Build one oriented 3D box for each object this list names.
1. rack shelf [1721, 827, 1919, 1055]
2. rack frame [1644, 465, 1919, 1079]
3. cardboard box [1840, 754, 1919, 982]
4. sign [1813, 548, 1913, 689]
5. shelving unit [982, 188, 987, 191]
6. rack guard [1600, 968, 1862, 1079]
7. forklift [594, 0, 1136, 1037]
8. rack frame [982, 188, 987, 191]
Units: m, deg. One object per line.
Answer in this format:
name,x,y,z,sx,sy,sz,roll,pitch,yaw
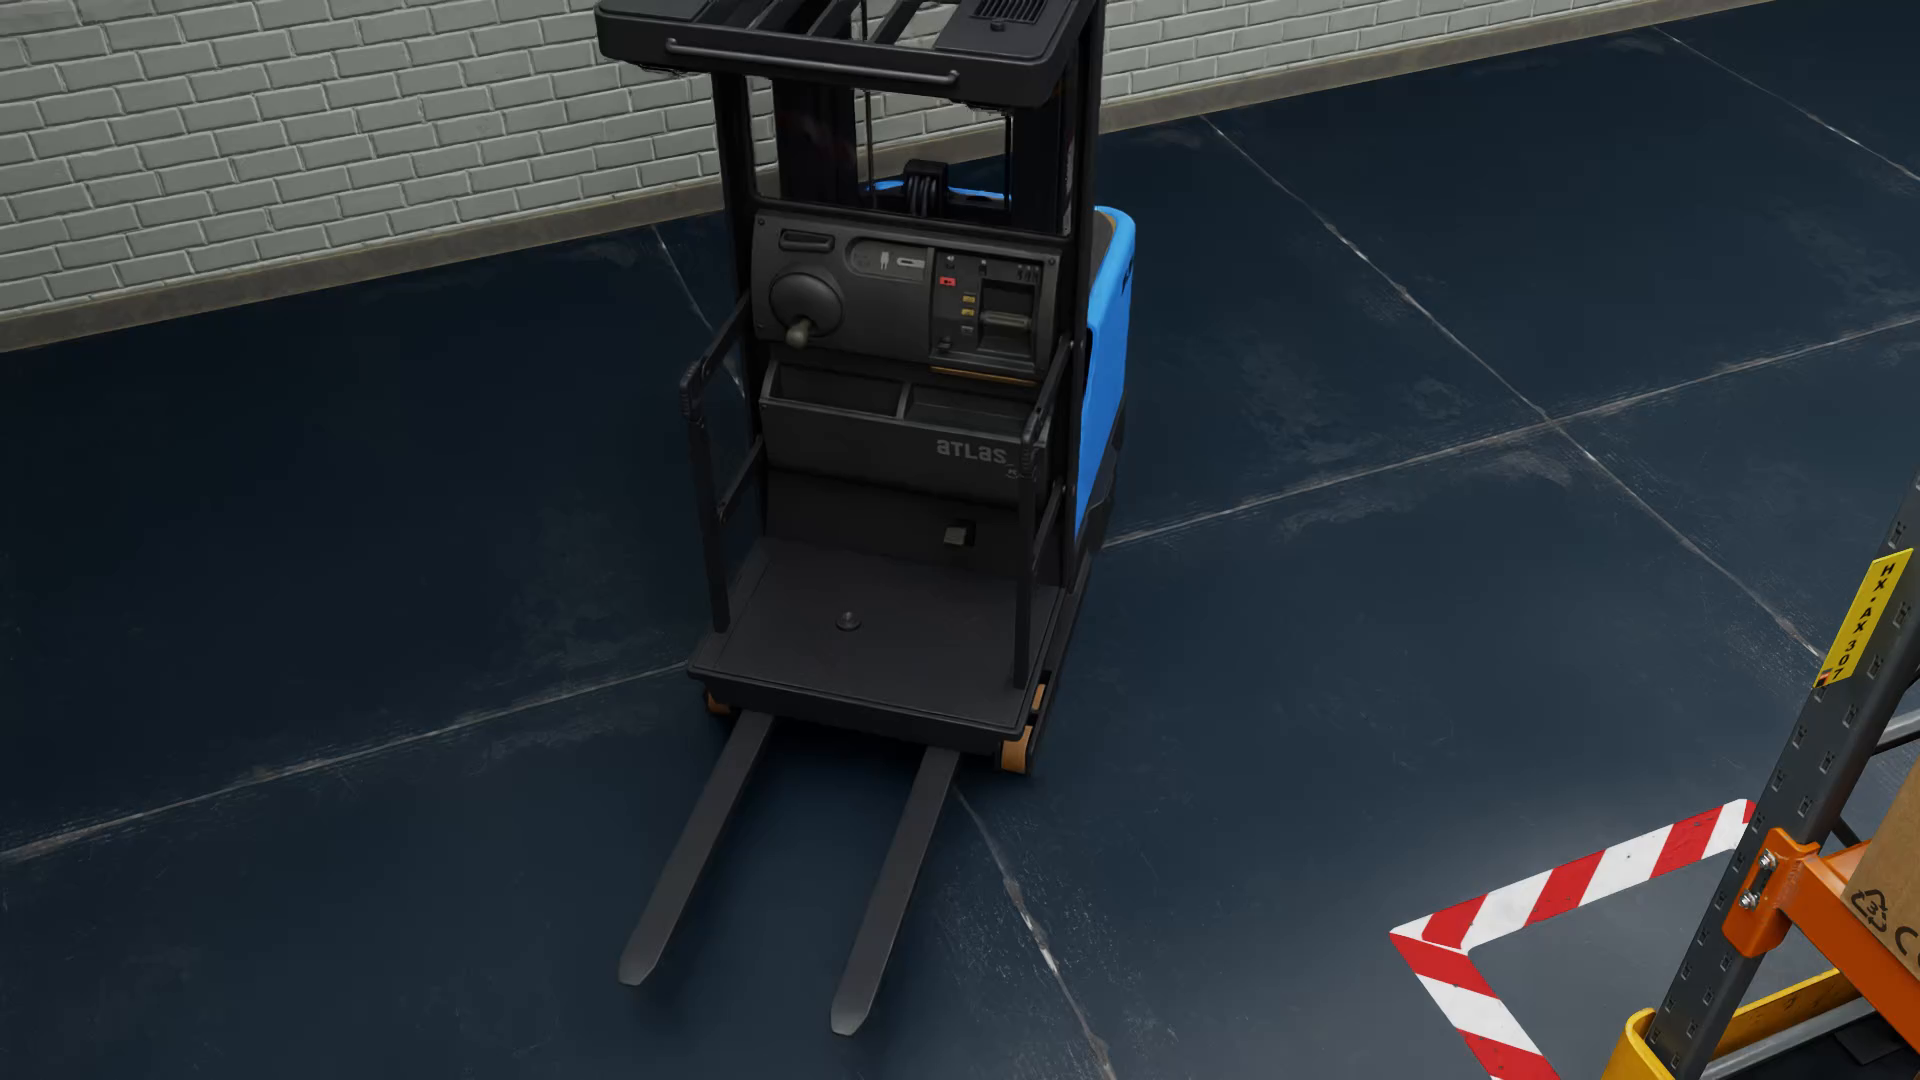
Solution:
rack shelf,2.956,1.820,2.384,1.077,0.370,4.000,-15,43,-17
rack frame,2.190,0.343,3.551,1.000,3.000,0.127,-15,43,-17
cardboard box,2.117,0.638,3.131,0.500,0.500,0.500,-14,43,-16
sign,1.689,0.150,3.111,0.100,0.325,0.005,-15,43,-17
shelving unit,0.180,-0.933,6.633,0.258,0.900,0.210,6,36,7
rack guard,2.220,1.336,4.313,1.175,0.500,0.348,-15,43,-17
forklift,-0.222,-0.642,4.748,1.130,2.935,3.031,10,42,11
rack frame,0.197,-0.992,6.714,0.240,0.900,0.006,6,36,7
